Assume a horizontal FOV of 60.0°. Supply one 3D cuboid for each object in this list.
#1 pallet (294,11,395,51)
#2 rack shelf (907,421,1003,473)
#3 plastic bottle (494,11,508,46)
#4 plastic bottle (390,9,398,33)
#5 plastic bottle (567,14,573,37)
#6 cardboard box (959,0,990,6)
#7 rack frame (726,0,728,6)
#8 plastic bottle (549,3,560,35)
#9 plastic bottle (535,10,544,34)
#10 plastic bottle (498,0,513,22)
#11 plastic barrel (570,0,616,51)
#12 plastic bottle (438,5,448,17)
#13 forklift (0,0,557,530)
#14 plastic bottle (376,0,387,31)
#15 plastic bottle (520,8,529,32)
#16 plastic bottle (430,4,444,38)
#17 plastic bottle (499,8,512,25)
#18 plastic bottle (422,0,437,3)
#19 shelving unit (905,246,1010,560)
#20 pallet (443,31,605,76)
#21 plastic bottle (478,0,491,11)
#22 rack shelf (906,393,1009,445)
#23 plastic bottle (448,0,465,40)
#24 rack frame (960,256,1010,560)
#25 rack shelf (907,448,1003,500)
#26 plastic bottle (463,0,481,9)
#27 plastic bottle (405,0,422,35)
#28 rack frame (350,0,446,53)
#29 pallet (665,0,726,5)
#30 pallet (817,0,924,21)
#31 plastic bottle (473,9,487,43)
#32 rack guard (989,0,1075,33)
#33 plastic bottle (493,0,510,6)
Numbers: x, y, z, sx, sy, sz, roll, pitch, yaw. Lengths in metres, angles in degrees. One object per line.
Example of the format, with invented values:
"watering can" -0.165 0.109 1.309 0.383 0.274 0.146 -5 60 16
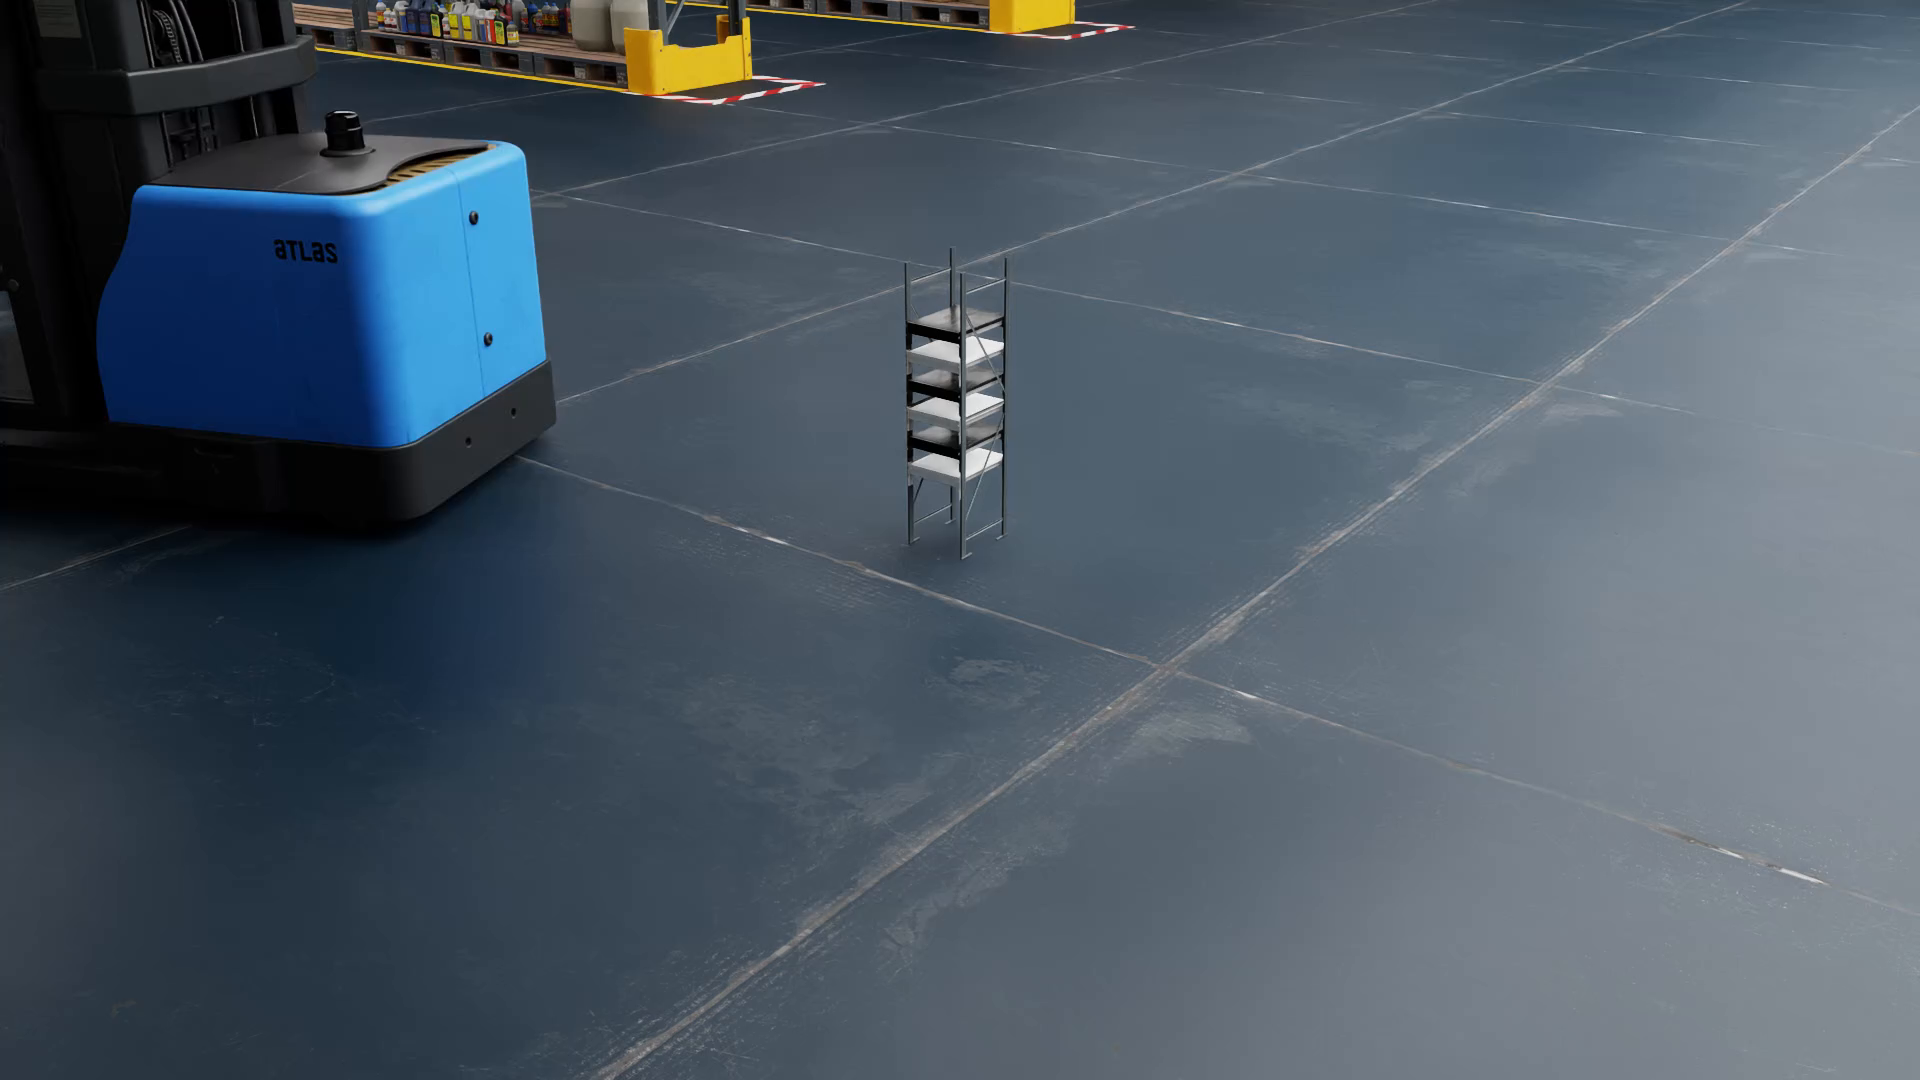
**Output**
"pallet" -5.997 -5.030 16.405 1.213 0.211 1.003 17 29 33
"rack shelf" -0.006 -0.301 5.123 0.200 0.077 0.258 17 29 33
"plastic bottle" -3.981 -4.445 14.441 0.133 0.283 0.061 18 29 35
"plastic bottle" -5.190 -4.782 15.308 0.097 0.201 0.097 0 24 0
"plastic bottle" -3.491 -4.646 15.000 0.097 0.201 0.097 0 24 0
"cardboard box" 0.337 -5.964 17.646 0.500 0.500 0.500 -20 31 -38
"rack frame" -2.374 -7.727 19.067 0.127 3.000 1.000 17 29 33
"plastic bottle" -3.682 -4.736 15.117 0.097 0.271 0.097 0 24 0
"plastic bottle" -3.842 -4.752 15.241 0.097 0.201 0.097 0 24 0
"plastic bottle" -4.180 -4.825 15.304 0.133 0.283 0.061 17 29 33
"plastic barrel" -3.118 -4.471 14.242 0.421 0.512 0.421 0 24 0
"plastic bottle" -4.657 -4.683 14.998 0.097 0.271 0.097 0 24 0
"forklift" -3.040 -1.683 5.434 3.031 2.935 1.130 6 24 13
"plastic bottle" -5.353 -4.863 15.405 0.097 0.271 0.097 0 24 0
"plastic bottle" -4.006 -4.802 15.354 0.097 0.201 0.097 0 24 0
"plastic bottle" -4.690 -4.659 14.927 0.133 0.283 0.061 18 30 36
"plastic bottle" -3.998 -4.527 14.627 0.133 0.283 0.061 17 29 33
"plastic bottle" -4.861 -4.835 15.244 0.185 0.351 0.144 17 29 33
"shelving unit" -0.006 -0.414 5.073 0.210 0.900 0.258 17 29 33
"pallet" -3.852 -4.382 14.934 1.213 0.211 1.003 17 29 33
"plastic bottle" -4.503 -5.009 15.638 0.185 0.351 0.144 15 28 31
"rack shelf" -0.006 -0.383 5.086 0.200 0.077 0.258 17 29 33
"plastic bottle" -4.457 -4.640 14.802 0.185 0.351 0.144 17 29 33
"rack frame" 0.075 -0.389 5.017 0.006 0.900 0.240 17 29 33
"rack shelf" -0.006 -0.219 5.159 0.200 0.077 0.258 17 29 33
"plastic bottle" -4.572 -4.921 15.530 0.135 0.276 0.152 17 29 33
"plastic bottle" -4.948 -4.789 15.138 0.185 0.351 0.144 18 29 35
"rack frame" -5.345 -6.129 15.440 0.127 3.000 1.000 17 29 33
"pallet" -2.998 -6.639 20.055 1.213 0.211 1.003 17 29 33
"pallet" -0.835 -6.005 18.617 1.213 0.211 1.003 17 29 33
"plastic bottle" -4.173 -4.523 14.627 0.135 0.276 0.152 16 28 32
"rack guard" 0.766 -5.634 17.417 0.348 0.500 1.175 17 29 33
"plastic bottle" -4.245 -4.931 15.460 0.185 0.351 0.144 17 29 33
